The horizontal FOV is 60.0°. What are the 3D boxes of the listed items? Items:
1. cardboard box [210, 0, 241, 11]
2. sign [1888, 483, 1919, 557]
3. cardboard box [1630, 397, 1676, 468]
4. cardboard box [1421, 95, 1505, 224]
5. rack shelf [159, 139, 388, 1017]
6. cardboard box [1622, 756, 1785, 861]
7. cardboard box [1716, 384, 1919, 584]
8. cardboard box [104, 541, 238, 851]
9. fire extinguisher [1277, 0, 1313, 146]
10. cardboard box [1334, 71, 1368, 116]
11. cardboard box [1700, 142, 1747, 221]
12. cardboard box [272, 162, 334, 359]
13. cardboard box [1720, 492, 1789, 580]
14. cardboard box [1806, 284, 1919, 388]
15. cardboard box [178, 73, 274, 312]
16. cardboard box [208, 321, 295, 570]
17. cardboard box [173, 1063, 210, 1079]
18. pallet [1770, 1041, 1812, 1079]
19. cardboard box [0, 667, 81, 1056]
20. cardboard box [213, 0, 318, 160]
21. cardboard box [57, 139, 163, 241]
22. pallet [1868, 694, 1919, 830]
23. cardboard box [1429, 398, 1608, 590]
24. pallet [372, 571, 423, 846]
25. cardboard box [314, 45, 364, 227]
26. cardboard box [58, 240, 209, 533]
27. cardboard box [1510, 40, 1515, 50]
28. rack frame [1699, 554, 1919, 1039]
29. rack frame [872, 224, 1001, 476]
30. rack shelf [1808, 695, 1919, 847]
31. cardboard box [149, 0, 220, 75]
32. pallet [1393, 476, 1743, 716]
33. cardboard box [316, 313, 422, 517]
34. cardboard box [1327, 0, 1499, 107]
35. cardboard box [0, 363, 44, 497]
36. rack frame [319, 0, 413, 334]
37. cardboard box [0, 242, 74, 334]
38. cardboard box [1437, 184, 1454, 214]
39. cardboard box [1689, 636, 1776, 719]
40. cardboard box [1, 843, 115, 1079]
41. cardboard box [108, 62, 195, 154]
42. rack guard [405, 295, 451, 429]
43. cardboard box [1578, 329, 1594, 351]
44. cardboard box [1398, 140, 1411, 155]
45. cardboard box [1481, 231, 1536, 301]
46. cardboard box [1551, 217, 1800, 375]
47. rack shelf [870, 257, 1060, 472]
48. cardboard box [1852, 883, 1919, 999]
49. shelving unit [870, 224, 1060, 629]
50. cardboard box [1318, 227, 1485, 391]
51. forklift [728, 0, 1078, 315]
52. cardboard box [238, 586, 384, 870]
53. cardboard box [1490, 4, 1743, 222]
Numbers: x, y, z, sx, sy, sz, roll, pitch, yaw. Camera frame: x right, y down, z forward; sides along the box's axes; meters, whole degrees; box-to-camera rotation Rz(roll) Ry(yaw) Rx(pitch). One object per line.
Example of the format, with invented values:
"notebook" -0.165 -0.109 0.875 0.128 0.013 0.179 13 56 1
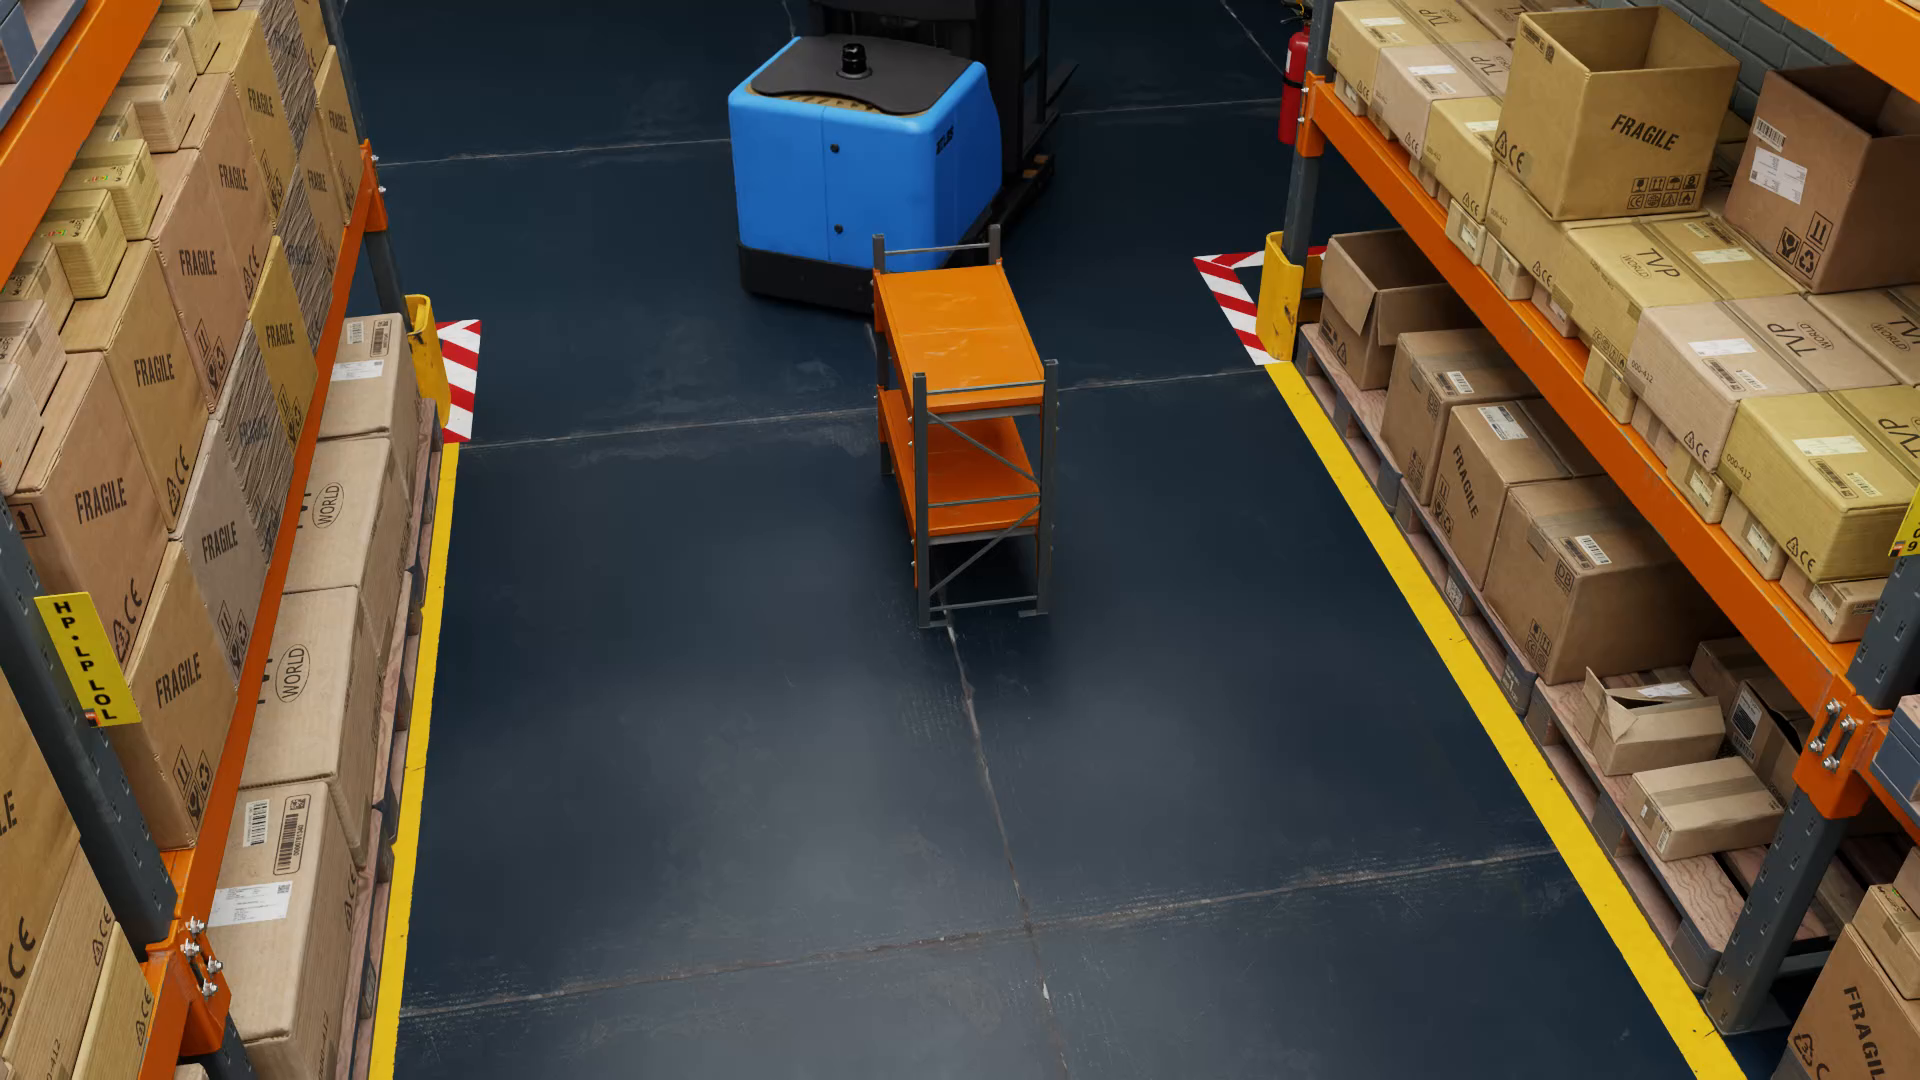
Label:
"cardboard box" -2.416 -1.737 5.116 0.380 0.149 0.250 -5 38 -7
"sign" 2.179 -0.095 3.722 0.100 0.325 0.005 -6 38 -8
"cardboard box" 2.251 -0.353 4.965 0.380 0.149 0.250 -5 38 -7
"cardboard box" 2.005 -1.377 5.958 0.500 0.250 0.500 -7 38 -9
"rack shelf" -2.525 -0.204 5.154 1.077 0.370 4.000 -6 38 -8
"cardboard box" 2.325 0.839 5.207 0.380 0.149 0.250 -7 38 -9
"cardboard box" 2.382 -0.156 4.386 0.500 0.250 0.500 -5 38 -7
"cardboard box" -1.999 0.369 3.749 0.500 0.500 0.500 -5 38 -6
"fire extinguisher" 1.529 -2.094 7.367 0.296 0.674 0.183 -6 38 -8
"cardboard box" 1.798 -1.905 6.962 0.380 0.149 0.250 -7 38 -8
"cardboard box" 2.615 -1.114 5.619 0.500 0.250 0.500 -6 38 -8
"cardboard box" -2.358 -0.859 5.329 0.500 0.500 0.500 -5 38 -7
"cardboard box" 2.340 -0.038 4.558 0.380 0.149 0.250 -5 38 -7
"cardboard box" 2.796 -0.505 4.835 0.500 0.250 0.500 -7 38 -8
"cardboard box" -2.267 -0.950 4.631 0.500 0.500 0.500 -6 38 -8
"cardboard box" -2.164 -0.237 4.528 0.500 0.500 0.500 -6 38 -8
"cardboard box" -1.987 1.759 3.431 0.875 0.875 0.875 -5 38 -7
"pallet" 2.891 1.772 4.297 1.003 0.211 1.213 -6 38 -8
"cardboard box" -1.849 0.528 2.729 0.500 0.500 0.500 -5 38 -6
"cardboard box" -2.436 -1.553 5.407 0.500 0.500 0.500 -6 38 -8
"cardboard box" -2.123 -0.813 3.926 0.380 0.149 0.250 -7 38 -9
"pallet" 2.744 0.754 3.491 1.003 0.211 1.213 -6 38 -8
"cardboard box" 2.130 -0.181 6.233 0.500 0.500 0.500 -6 38 -7
"pallet" -2.448 0.615 5.787 1.003 0.211 1.213 -6 38 -8
"cardboard box" -2.531 -1.473 6.119 0.500 0.500 0.500 -6 38 -8
"cardboard box" -2.102 -0.334 3.838 0.500 0.500 0.500 -7 38 -9
"cardboard box" 2.441 -1.730 6.411 0.500 0.250 0.500 -6 38 -8
"rack frame" 2.712 0.184 4.069 1.000 3.000 0.127 -6 38 -8
"rack frame" -0.090 -0.755 6.805 0.500 1.125 0.032 -6 38 -8
"rack shelf" 3.062 1.676 2.735 1.077 0.370 4.000 -6 38 -8
"cardboard box" -2.338 -1.427 4.716 0.380 0.149 0.250 -5 38 -7
"pallet" 2.375 0.131 6.409 1.003 0.211 1.213 -6 38 -8
"cardboard box" -2.662 -0.462 6.646 0.875 0.438 0.875 -7 38 -9
"cardboard box" 1.825 -1.988 6.743 0.500 0.250 0.500 -6 38 -8
"cardboard box" -1.974 -0.189 3.124 0.380 0.149 0.250 -7 38 -9
"rack frame" -2.876 -1.696 6.489 1.000 3.000 0.127 -6 38 -8
"cardboard box" -2.122 -0.492 3.514 0.380 0.149 0.250 -7 38 -9
"cardboard box" 2.004 -1.282 6.161 0.380 0.149 0.250 -6 38 -7
"cardboard box" 2.752 0.457 5.698 0.380 0.149 0.250 -7 38 -9
"cardboard box" -1.858 0.822 2.962 0.500 0.250 0.500 -6 38 -8
"cardboard box" -2.223 -1.111 4.310 0.380 0.149 0.250 -6 38 -8
"rack guard" -2.880 -0.724 7.274 1.175 0.500 0.348 -6 38 -8
"cardboard box" 2.244 -0.673 5.375 0.380 0.149 0.250 -6 38 -7
"cardboard box" 1.968 -1.602 6.571 0.380 0.149 0.250 -7 38 -9
"cardboard box" 2.041 -0.965 5.752 0.380 0.149 0.250 -5 38 -7
"cardboard box" 2.205 -0.760 5.163 0.500 0.250 0.500 -6 38 -8
"rack shelf" -0.001 -0.679 6.231 0.538 0.278 1.000 -6 38 -8
"cardboard box" 2.513 0.994 4.192 0.380 0.149 0.250 -5 38 -6
"shelving unit" -0.001 -0.448 6.410 0.538 1.125 1.048 -6 38 -8
"cardboard box" 2.024 -1.033 7.327 0.797 0.503 0.637 -8 38 -10
"forklift" -0.112 -3.109 8.363 1.130 2.935 3.031 13 40 16
"cardboard box" -2.337 0.634 5.235 0.875 0.438 0.875 -7 38 -9
"cardboard box" 2.088 -1.378 5.347 0.500 0.500 0.500 -5 38 -7
